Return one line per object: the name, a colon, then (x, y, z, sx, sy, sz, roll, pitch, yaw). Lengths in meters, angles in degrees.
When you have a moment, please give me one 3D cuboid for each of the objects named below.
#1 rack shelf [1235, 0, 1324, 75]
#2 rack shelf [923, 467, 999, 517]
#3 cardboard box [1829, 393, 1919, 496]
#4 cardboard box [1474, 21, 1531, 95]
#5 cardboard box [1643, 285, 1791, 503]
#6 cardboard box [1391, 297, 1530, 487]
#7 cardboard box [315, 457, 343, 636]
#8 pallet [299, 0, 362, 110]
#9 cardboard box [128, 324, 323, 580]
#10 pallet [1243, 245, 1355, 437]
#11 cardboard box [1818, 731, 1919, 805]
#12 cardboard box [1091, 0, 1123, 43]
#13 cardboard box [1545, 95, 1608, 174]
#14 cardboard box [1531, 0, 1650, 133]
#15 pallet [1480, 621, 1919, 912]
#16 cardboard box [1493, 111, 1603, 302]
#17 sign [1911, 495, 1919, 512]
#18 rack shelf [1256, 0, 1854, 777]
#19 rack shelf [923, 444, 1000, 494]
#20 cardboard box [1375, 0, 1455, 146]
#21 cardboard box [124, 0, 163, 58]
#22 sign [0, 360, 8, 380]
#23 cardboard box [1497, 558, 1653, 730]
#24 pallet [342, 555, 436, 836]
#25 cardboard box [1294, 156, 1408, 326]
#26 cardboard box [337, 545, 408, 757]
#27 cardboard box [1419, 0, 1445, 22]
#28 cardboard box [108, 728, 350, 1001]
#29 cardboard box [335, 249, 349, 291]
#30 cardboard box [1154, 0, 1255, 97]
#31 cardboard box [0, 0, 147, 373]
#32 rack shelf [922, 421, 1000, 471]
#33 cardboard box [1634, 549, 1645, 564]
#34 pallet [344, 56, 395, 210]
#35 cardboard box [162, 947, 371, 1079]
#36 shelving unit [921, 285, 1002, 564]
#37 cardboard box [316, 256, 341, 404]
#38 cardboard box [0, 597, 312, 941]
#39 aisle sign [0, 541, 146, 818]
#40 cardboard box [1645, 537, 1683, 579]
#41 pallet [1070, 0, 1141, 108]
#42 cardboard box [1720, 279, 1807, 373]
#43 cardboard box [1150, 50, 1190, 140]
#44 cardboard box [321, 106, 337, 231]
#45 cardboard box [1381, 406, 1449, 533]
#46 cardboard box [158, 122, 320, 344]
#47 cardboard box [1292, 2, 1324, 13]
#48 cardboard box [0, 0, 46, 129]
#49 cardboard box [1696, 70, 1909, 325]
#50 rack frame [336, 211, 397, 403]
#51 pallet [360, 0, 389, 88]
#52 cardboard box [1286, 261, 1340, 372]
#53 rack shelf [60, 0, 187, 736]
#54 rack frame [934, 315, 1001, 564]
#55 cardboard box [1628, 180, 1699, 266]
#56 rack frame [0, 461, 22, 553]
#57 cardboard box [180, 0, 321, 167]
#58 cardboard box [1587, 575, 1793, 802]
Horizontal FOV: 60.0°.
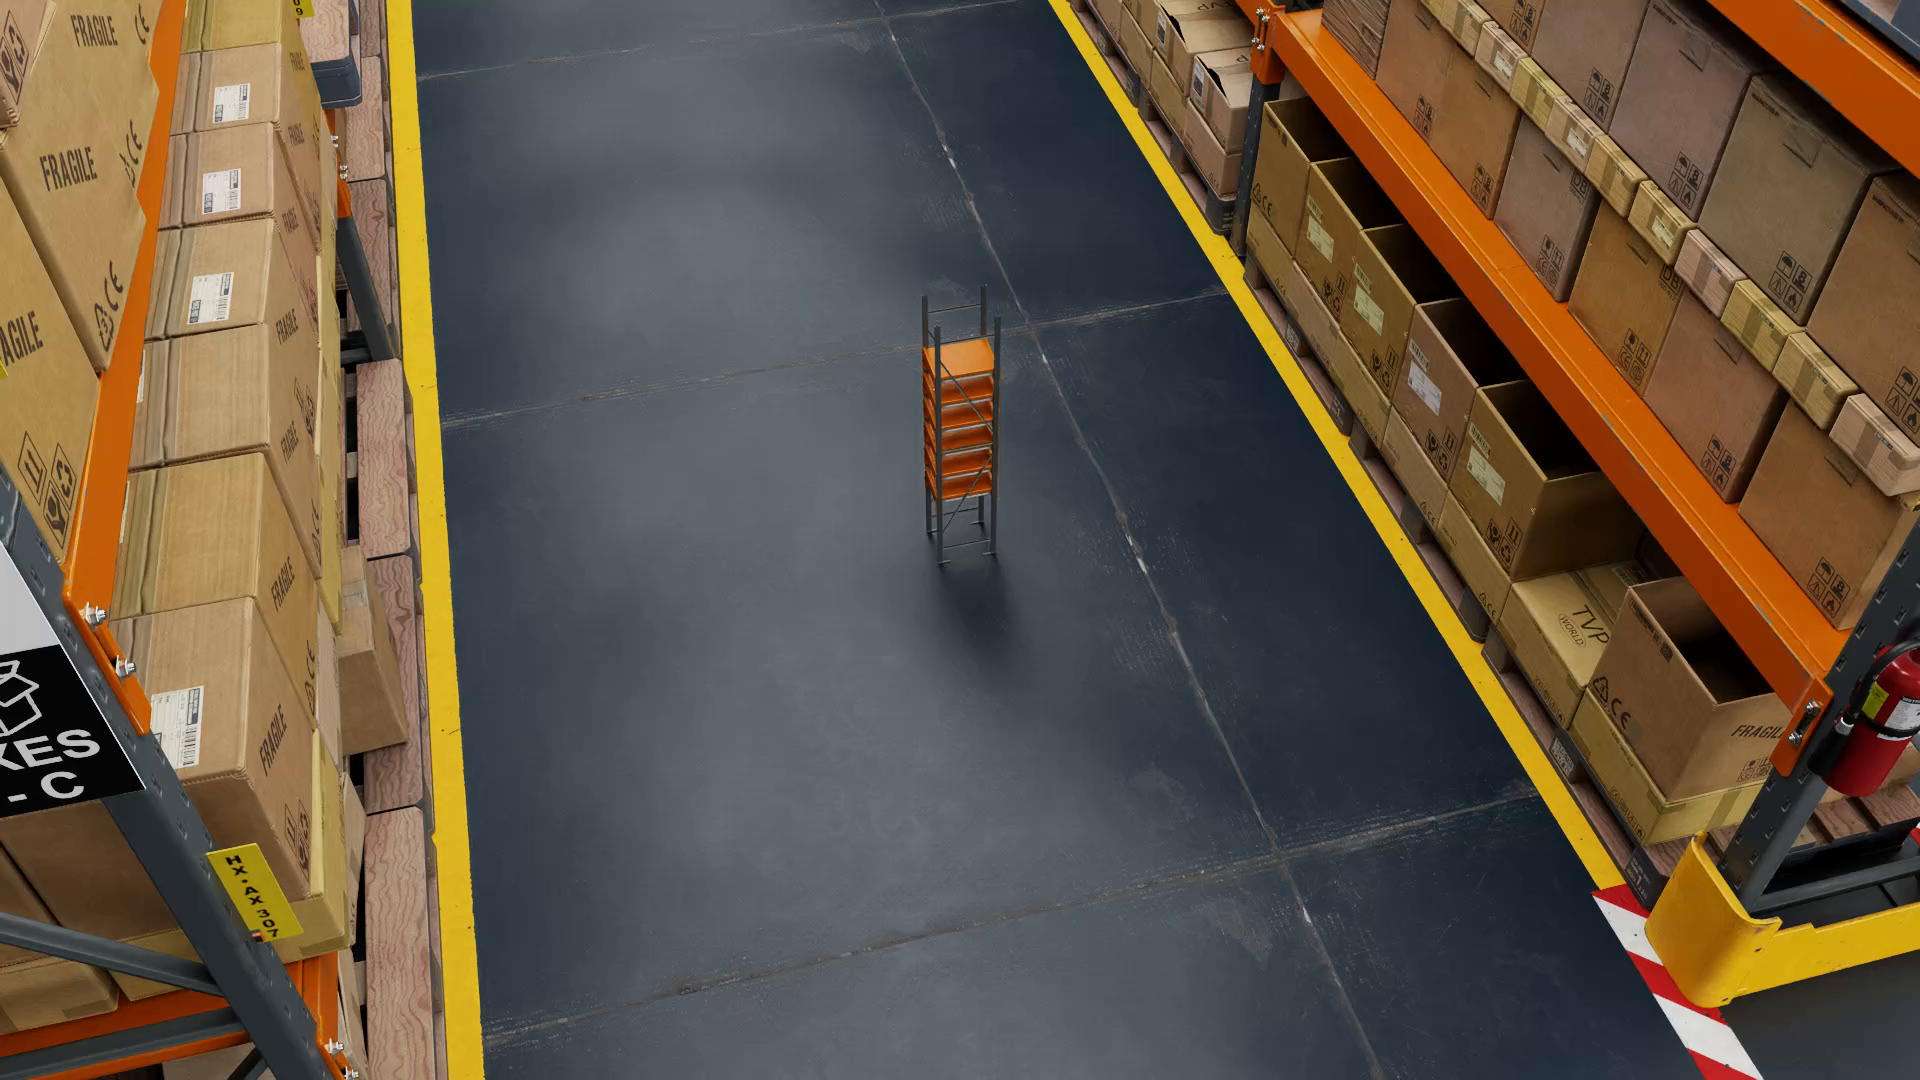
rack shelf: (1.309, -3.683, 8.762, 1.077, 0.370, 4.000, -11, 47, -10)
rack shelf: (0.004, -0.211, 6.515, 0.258, 0.103, 0.180, -11, 47, -10)
cardboard box: (2.563, -0.283, 4.403, 0.380, 0.149, 0.250, -11, 47, -11)
cardboard box: (2.036, -1.706, 5.797, 0.380, 0.149, 0.250, -12, 47, -11)
cardboard box: (2.599, -0.513, 5.083, 0.700, 0.500, 0.500, -10, 46, -9)
cardboard box: (2.023, -0.588, 6.332, 0.500, 0.500, 0.500, -11, 47, -10)
cardboard box: (-2.032, 0.058, 4.684, 0.500, 0.250, 0.500, -11, 47, -11)
pallet: (-3.022, -2.132, 6.874, 1.003, 0.211, 1.213, -11, 47, -10)
cardboard box: (-2.017, -0.186, 4.398, 0.500, 0.500, 0.500, -12, 47, -12)
pallet: (1.984, -1.021, 7.603, 1.003, 0.211, 1.213, -11, 47, -10)
cardboard box: (2.923, 0.613, 5.681, 0.500, 0.250, 0.500, -11, 47, -10)
cardboard box: (1.047, -3.026, 9.246, 0.500, 0.250, 0.500, -10, 46, -10)
cardboard box: (2.164, -1.353, 5.452, 0.380, 0.149, 0.250, -11, 47, -11)
cardboard box: (2.326, -1.698, 5.335, 0.700, 0.500, 0.500, -11, 47, -10)
pallet: (2.609, 0.664, 5.952, 1.003, 0.211, 1.213, -11, 47, -10)
cardboard box: (2.339, -1.220, 5.775, 0.700, 0.500, 0.500, -9, 46, -9)
sign: (2.317, -0.190, 3.860, 0.100, 0.325, 0.005, -11, 47, -10)
rack shelf: (2.333, -0.921, 6.056, 1.077, 0.370, 4.000, -11, 47, -10)
rack shelf: (0.004, -0.295, 6.429, 0.258, 0.103, 0.180, -11, 47, -10)
cardboard box: (2.082, -1.920, 6.462, 0.700, 0.500, 0.500, -11, 47, -11)
cardboard box: (-2.184, -1.353, 3.792, 0.500, 0.500, 0.500, -8, 46, -8)
sign: (-1.418, -0.339, 2.270, 0.100, 0.325, 0.005, -11, 47, -10)
cardboard box: (2.283, 0.364, 5.924, 0.500, 0.250, 0.500, -11, 47, -10)
pallet: (-2.445, 0.632, 5.983, 1.003, 0.211, 1.213, -11, 47, -10)
cardboard box: (1.773, -1.279, 7.010, 0.500, 0.500, 0.500, -11, 47, -10)
cardboard box: (-2.318, 0.434, 5.667, 0.700, 0.500, 0.500, -13, 47, -13)
cardboard box: (1.903, -2.063, 6.147, 0.380, 0.149, 0.250, -11, 47, -11)
cardboard box: (-1.761, 0.767, 3.989, 0.500, 0.250, 0.500, -12, 47, -11)
cardboard box: (-3.171, -1.429, 7.493, 0.700, 0.500, 0.500, -9, 46, -9)
cardboard box: (1.301, -2.520, 8.358, 0.500, 0.311, 0.500, -10, 46, -9)
cardboard box: (-1.890, -0.629, 3.082, 0.500, 0.500, 0.500, -8, 46, -8)
rack shelf: (0.004, -0.379, 6.343, 0.258, 0.103, 0.180, -11, 47, -10)
cardboard box: (2.664, -0.077, 6.357, 0.500, 0.250, 0.500, -11, 47, -10)
pallet: (-3.483, -2.050, 8.612, 1.003, 0.211, 1.213, -11, 47, -10)
cardboard box: (-2.033, 1.409, 4.843, 0.500, 0.311, 0.500, -16, 48, -15)
shelving unit: (0.004, -0.410, 6.312, 0.258, 1.200, 0.189, -11, 47, -10)
cardboard box: (-2.289, -0.638, 5.366, 0.500, 0.250, 0.500, -11, 47, -11)
cardboard box: (-1.774, 0.515, 3.711, 0.500, 0.500, 0.500, -11, 47, -10)
aisle sign: (-1.634, 0.201, 2.632, 0.394, 0.787, 0.004, -11, 47, -10)
cardboard box: (2.793, 0.005, 5.751, 0.500, 0.500, 0.500, -11, 47, -10)
pallet: (1.279, -2.923, 9.467, 1.003, 0.211, 1.213, -11, 47, -10)
cardboard box: (2.429, -0.640, 4.753, 0.380, 0.149, 0.250, -11, 47, -11)
cardboard box: (1.307, -2.321, 8.556, 0.500, 0.250, 0.500, -11, 47, -11)
cardboard box: (-2.552, -1.328, 6.042, 0.500, 0.250, 0.500, -11, 47, -10)
cardboard box: (2.027, -0.326, 6.601, 0.500, 0.250, 0.500, -11, 47, -10)
cardboard box: (-2.295, -0.899, 5.097, 0.500, 0.500, 0.500, -12, 47, -11)
cardboard box: (1.833, -2.612, 8.448, 0.500, 0.311, 0.500, -11, 47, -11)
cardboard box: (-1.886, -0.991, 2.737, 0.500, 0.500, 0.500, -11, 47, -11)
cardboard box: (2.584, -1.004, 4.656, 0.700, 0.500, 0.500, -12, 47, -11)
rack frame: (-2.967, -1.645, 6.262, 1.000, 3.000, 0.127, -11, 47, -10)
pallet: (-3.792, -2.891, 9.435, 1.003, 0.211, 1.213, -11, 47, -10)
cardboard box: (1.770, -1.016, 7.277, 0.500, 0.250, 0.500, -11, 47, -10)
rack shelf: (-2.455, -1.063, 4.095, 1.077, 0.370, 4.000, -11, 47, -10)
rack frame: (0.027, -0.347, 6.250, 0.240, 1.200, 0.006, -11, 47, -10)
cardboard box: (2.299, -0.995, 5.101, 0.380, 0.149, 0.250, -9, 46, -9)
rack frame: (-1.943, -0.983, 1.413, 1.000, 3.000, 0.127, -11, 47, -10)
cardboard box: (-2.547, -1.592, 5.776, 0.500, 0.500, 0.500, -11, 47, -10)
cardboard box: (2.420, 0.445, 5.320, 0.500, 0.500, 0.500, -11, 47, -10)
